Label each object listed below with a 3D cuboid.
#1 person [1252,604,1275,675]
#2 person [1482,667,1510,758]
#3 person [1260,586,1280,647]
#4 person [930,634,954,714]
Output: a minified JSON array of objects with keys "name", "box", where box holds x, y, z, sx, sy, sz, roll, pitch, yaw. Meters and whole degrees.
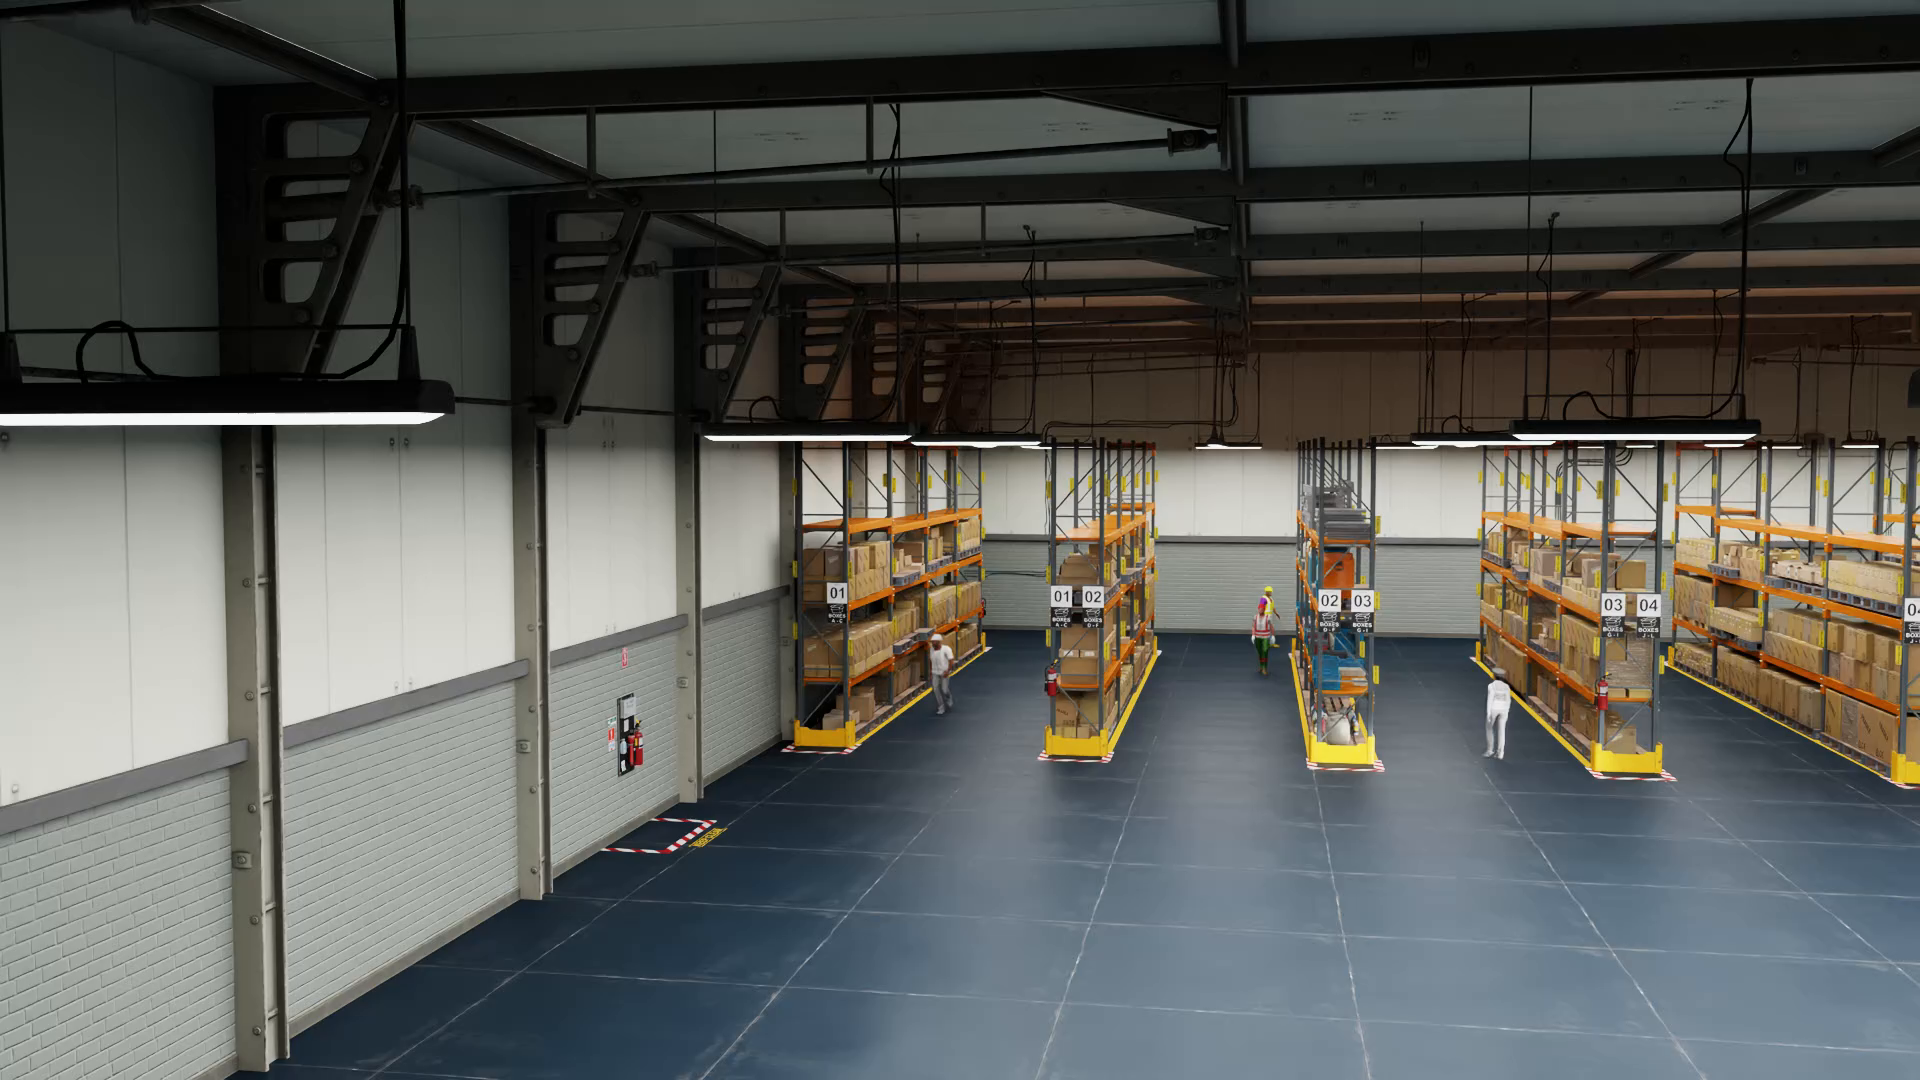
[{"name":"person","box":[7.851,2.560,43.181,0.577,1.804,0.805,2,4,32]},{"name":"person","box":[10.076,3.264,31.117,0.481,1.733,0.580,0,3,3]},{"name":"person","box":[9.108,2.249,49.023,0.743,1.762,0.603,2,3,28]},{"name":"person","box":[-0.407,2.927,36.517,0.622,1.736,0.638,1,3,24]}]
